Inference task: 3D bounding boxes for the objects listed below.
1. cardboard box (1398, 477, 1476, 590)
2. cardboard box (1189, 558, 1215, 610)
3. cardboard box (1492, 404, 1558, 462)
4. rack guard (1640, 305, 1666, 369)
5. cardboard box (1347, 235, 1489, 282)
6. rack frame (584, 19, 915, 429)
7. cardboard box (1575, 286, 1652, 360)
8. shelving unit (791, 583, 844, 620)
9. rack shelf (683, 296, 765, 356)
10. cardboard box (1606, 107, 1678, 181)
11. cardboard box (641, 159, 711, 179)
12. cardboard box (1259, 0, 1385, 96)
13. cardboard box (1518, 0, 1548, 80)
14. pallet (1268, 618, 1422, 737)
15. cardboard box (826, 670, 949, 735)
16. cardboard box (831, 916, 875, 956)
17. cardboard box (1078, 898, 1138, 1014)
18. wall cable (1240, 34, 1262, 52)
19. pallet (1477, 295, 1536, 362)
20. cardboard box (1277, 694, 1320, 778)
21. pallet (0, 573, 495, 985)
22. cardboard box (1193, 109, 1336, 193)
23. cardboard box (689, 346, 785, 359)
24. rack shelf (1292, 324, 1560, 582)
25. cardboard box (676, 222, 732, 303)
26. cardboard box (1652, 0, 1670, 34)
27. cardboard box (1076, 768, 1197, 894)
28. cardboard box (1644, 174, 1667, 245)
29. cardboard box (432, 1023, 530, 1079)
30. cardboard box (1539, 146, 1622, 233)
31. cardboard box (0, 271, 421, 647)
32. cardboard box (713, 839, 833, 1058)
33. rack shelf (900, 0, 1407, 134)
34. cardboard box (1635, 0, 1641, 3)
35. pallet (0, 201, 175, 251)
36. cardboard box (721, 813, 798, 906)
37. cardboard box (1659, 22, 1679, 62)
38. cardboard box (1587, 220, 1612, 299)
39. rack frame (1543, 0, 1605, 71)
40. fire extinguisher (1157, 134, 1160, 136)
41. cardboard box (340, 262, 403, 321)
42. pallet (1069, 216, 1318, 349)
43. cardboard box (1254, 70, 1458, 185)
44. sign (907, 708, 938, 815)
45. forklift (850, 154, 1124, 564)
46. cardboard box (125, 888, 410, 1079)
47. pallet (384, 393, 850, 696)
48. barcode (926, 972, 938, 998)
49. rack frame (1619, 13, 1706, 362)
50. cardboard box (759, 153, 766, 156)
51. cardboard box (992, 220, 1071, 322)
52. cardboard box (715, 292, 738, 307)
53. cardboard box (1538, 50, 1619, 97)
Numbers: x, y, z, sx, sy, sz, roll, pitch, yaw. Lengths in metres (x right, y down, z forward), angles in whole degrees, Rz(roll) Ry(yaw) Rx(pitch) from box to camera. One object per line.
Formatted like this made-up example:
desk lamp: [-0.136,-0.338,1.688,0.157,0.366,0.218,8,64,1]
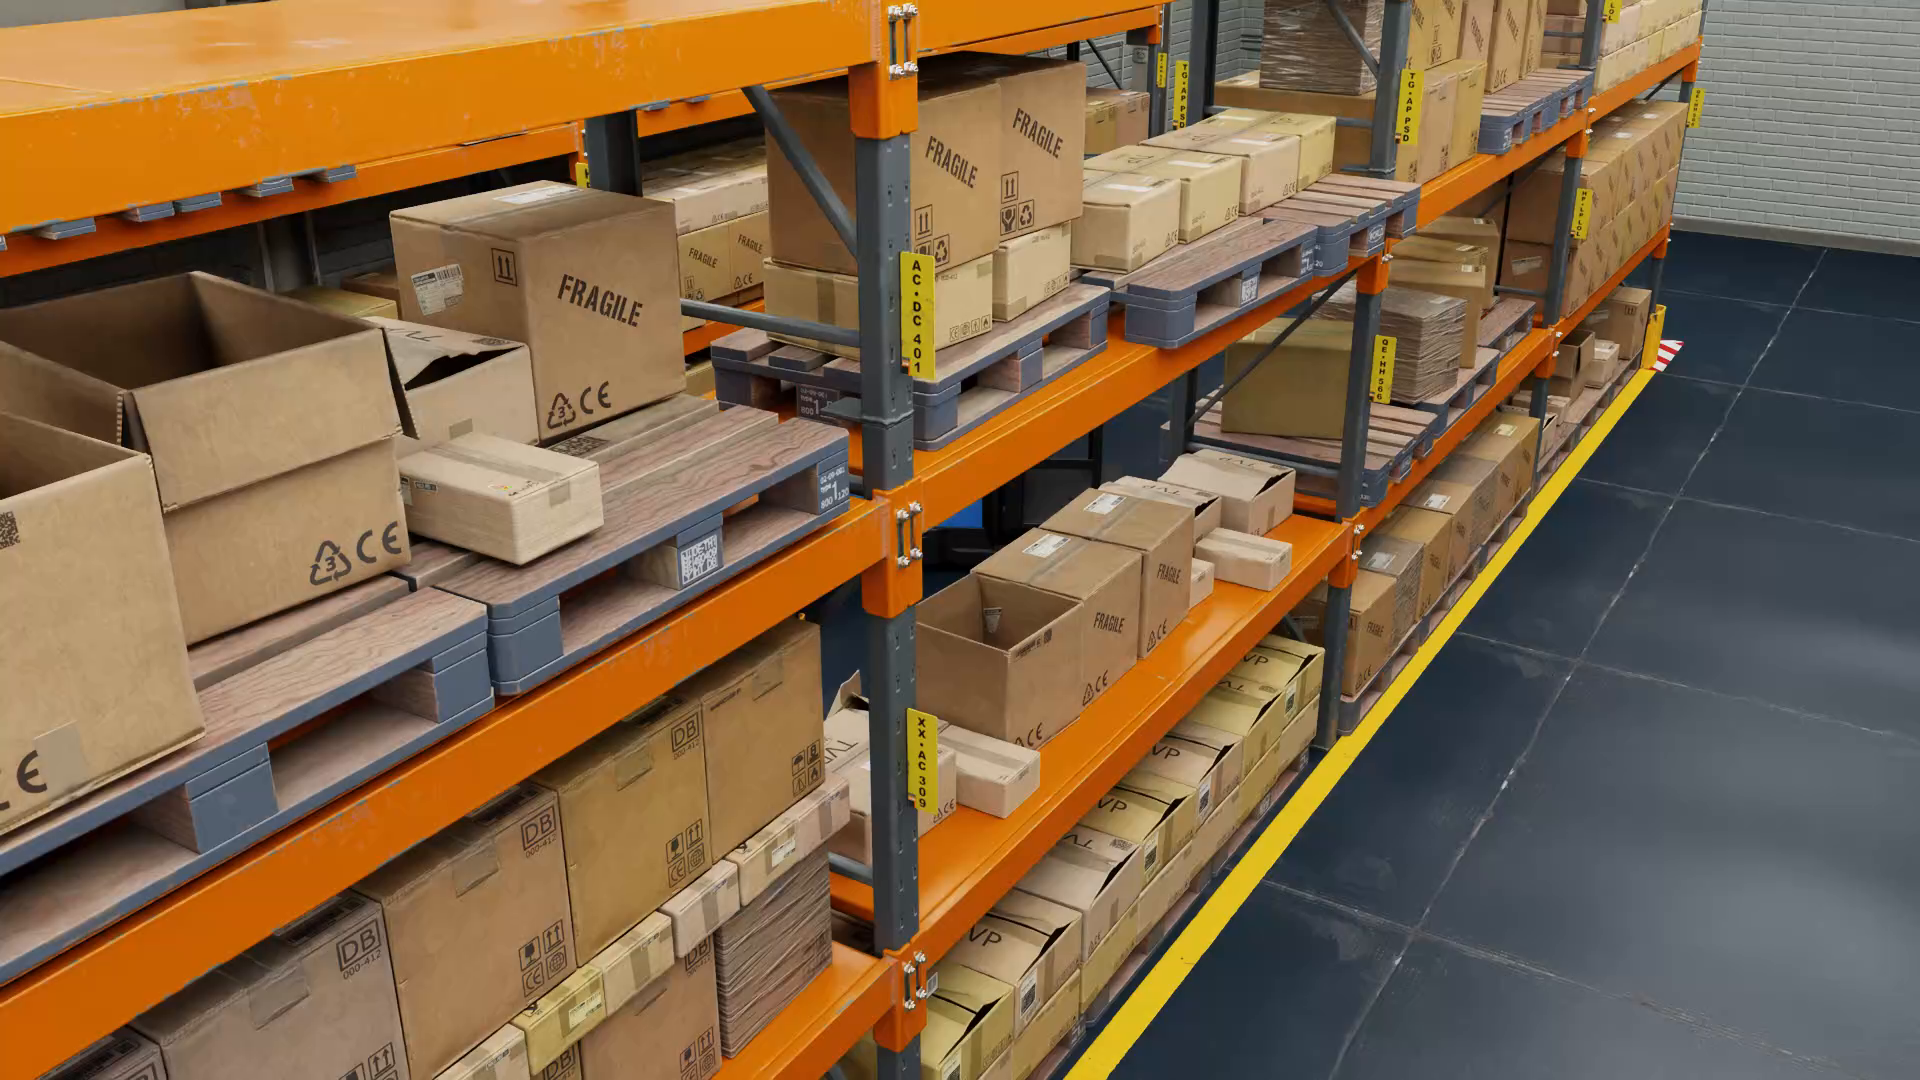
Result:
cardboard box: [2.823,-0.063,10.211,0.500,0.500,0.500,13,27,27]
cardboard box: [0.905,0.167,7.405,0.380,0.149,0.250,16,28,33]
cardboard box: [4.045,-0.805,12.165,0.500,0.311,0.500,14,27,29]
rack guard: [5.709,-1.918,15.051,1.175,0.500,0.348,14,27,29]
cardboard box: [2.891,-1.621,10.564,0.700,0.500,0.500,19,30,37]
rack frame: [-0.580,-1.794,4.066,1.000,3.000,0.127,14,27,29]
cardboard box: [5.672,-1.910,14.480,0.500,0.500,0.500,14,27,29]
shelving unit: [-1.078,-0.234,9.903,0.587,1.500,1.083,5,24,12]
rack shelf: [-1.626,-1.772,12.474,1.077,0.370,4.000,14,27,29]
cardboard box: [5.482,-3.217,13.521,0.500,0.500,0.500,15,27,30]
cardboard box: [-2.112,-2.517,11.819,0.500,0.250,0.500,13,27,28]
cardboard box: [1.765,-2.418,7.899,0.500,0.500,0.500,14,27,29]
cardboard box: [3.311,-3.247,10.419,0.600,0.600,0.600,11,26,24]
pallet: [1.955,0.645,9.495,1.003,0.211,1.213,14,27,29]
cardboard box: [-0.273,0.686,6.059,0.396,0.266,0.258,13,27,28]
cardboard box: [-0.610,1.574,6.064,0.500,0.311,0.500,14,27,29]
cardboard box: [0.384,1.597,6.719,0.500,0.250,0.500,13,27,27]
wall cable: [4.826,-7.290,20.671,3.097,2.526,0.112,14,27,29]
pallet: [3.125,-1.406,10.963,1.003,0.211,1.213,14,27,29]
cardboard box: [1.459,0.907,8.311,0.500,0.250,0.500,15,27,30]
pallet: [-1.653,0.327,3.055,1.003,0.211,1.213,14,27,29]
cardboard box: [1.338,-1.726,7.346,0.500,0.250,0.500,12,26,25]
cardboard box: [-1.714,-1.149,12.305,0.750,0.750,0.750,14,27,29]
rack shelf: [2.584,-0.736,10.079,1.077,0.370,4.000,14,27,29]
cardboard box: [-1.923,-1.904,11.347,0.500,0.500,0.500,15,28,31]
cardboard box: [4.906,-3.894,12.254,0.500,0.250,0.500,14,27,29]
cardboard box: [0.659,1.165,7.010,0.500,0.311,0.500,15,27,30]
cardboard box: [5.474,-2.753,13.707,0.500,0.500,0.500,14,27,29]
cardboard box: [-1.213,1.181,3.805,0.380,0.149,0.250,15,27,30]
cardboard box: [4.399,-2.520,11.910,0.500,0.500,0.500,13,27,27]
cardboard box: [-1.556,-0.192,3.308,0.797,0.503,0.637,17,29,35]
cardboard box: [-0.809,1.065,4.889,0.700,0.500,0.500,13,27,28]
rack shelf: [0.475,-1.955,5.848,1.077,0.370,4.000,14,27,29]
cardboard box: [4.506,-4.103,11.792,0.700,0.500,0.500,14,27,29]
pallet: [-4.375,-1.554,7.524,1.213,0.211,1.003,14,27,29]
cardboard box: [-0.674,0.836,4.602,0.380,0.149,0.250,13,27,28]
cardboard box: [5.177,-3.832,12.739,0.500,0.250,0.500,14,27,29]
cardboard box: [4.407,-2.075,12.142,0.500,0.500,0.500,14,27,30]
rack frame: [3.639,-4.494,10.303,1.000,3.000,0.127,14,27,29]
fire extinguisher: [2.011,-3.875,16.993,0.296,0.674,0.183,14,27,29]
cardboard box: [-3.192,-1.320,9.844,0.700,0.500,0.500,11,26,24]
pallet: [0.660,-1.055,6.373,1.003,0.211,1.213,15,28,31]
cardboard box: [2.000,-2.140,8.515,0.910,0.500,0.500,14,27,29]
sign: [-0.108,0.642,4.803,0.100,0.325,0.005,14,27,29]
forklift: [0.623,-1.332,10.637,3.031,2.935,1.130,1,23,3]
cardboard box: [-1.603,0.977,3.458,0.700,0.500,0.500,14,27,29]
pallet: [-1.008,-0.083,4.002,1.003,0.211,1.213,14,27,29]
barcode: [-0.092,1.465,5.474,0.001,0.075,0.075,14,27,29]
rack frame: [5.749,-3.091,14.614,1.000,3.000,0.127,14,27,29]
cardboard box: [-1.147,-2.759,12.379,0.500,0.250,0.500,14,27,30]
cardboard box: [0.040,-0.933,5.514,0.500,0.250,0.500,11,26,24]
cardboard box: [-1.801,-1.739,11.783,0.380,0.149,0.250,15,27,30]
cardboard box: [4.106,-3.161,11.188,0.500,0.250,0.500,14,27,29]
